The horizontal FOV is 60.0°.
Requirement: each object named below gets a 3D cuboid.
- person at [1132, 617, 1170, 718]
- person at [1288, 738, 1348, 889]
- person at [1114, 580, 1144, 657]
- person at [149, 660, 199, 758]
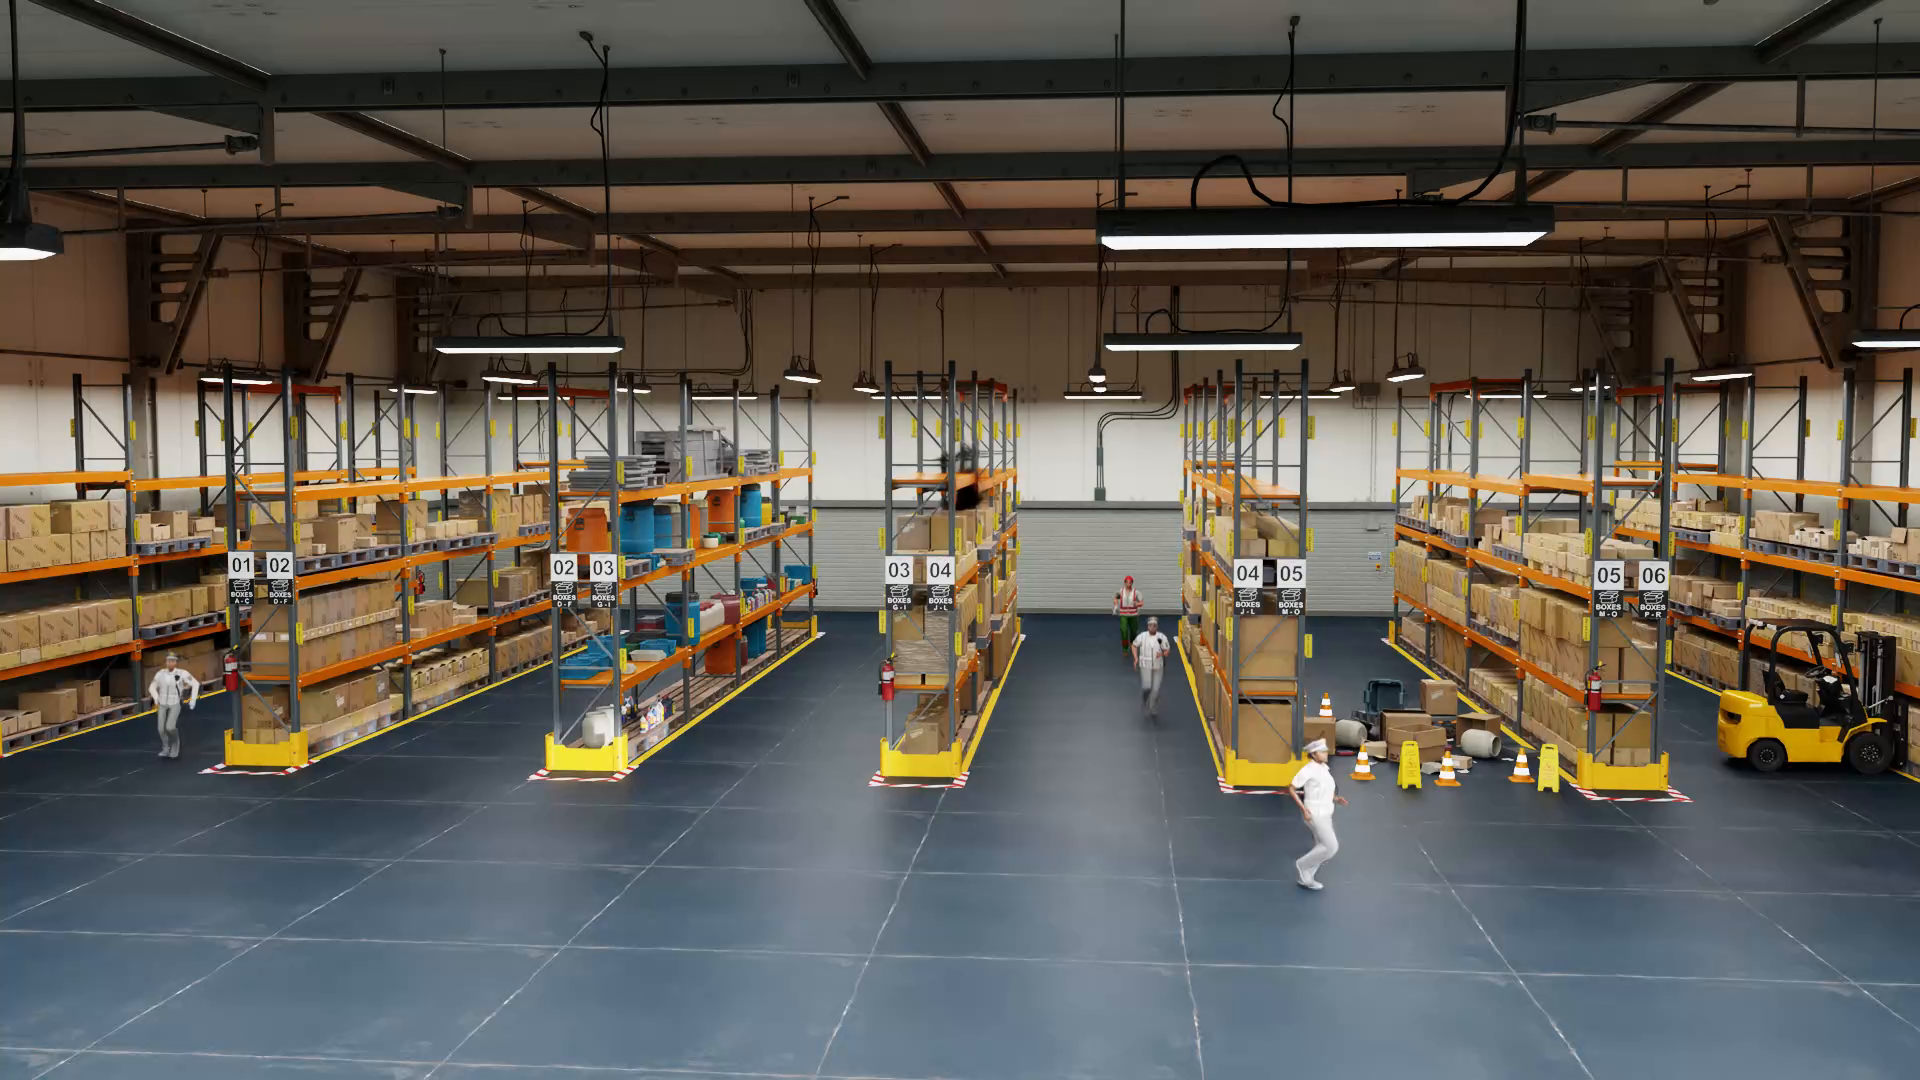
[{"bbox_3d":[3.343,2.222,28.952,0.646,1.769,0.662,0,4,-1],"label":"person"},{"bbox_3d":[3.928,2.979,18.052,0.576,1.659,0.560,3,5,39],"label":"person"},{"bbox_3d":[3.726,1.698,36.764,0.664,1.719,0.997,0,4,7],"label":"person"},{"bbox_3d":[-11.981,2.533,25.296,0.674,1.594,0.590,0,4,-5],"label":"person"}]
